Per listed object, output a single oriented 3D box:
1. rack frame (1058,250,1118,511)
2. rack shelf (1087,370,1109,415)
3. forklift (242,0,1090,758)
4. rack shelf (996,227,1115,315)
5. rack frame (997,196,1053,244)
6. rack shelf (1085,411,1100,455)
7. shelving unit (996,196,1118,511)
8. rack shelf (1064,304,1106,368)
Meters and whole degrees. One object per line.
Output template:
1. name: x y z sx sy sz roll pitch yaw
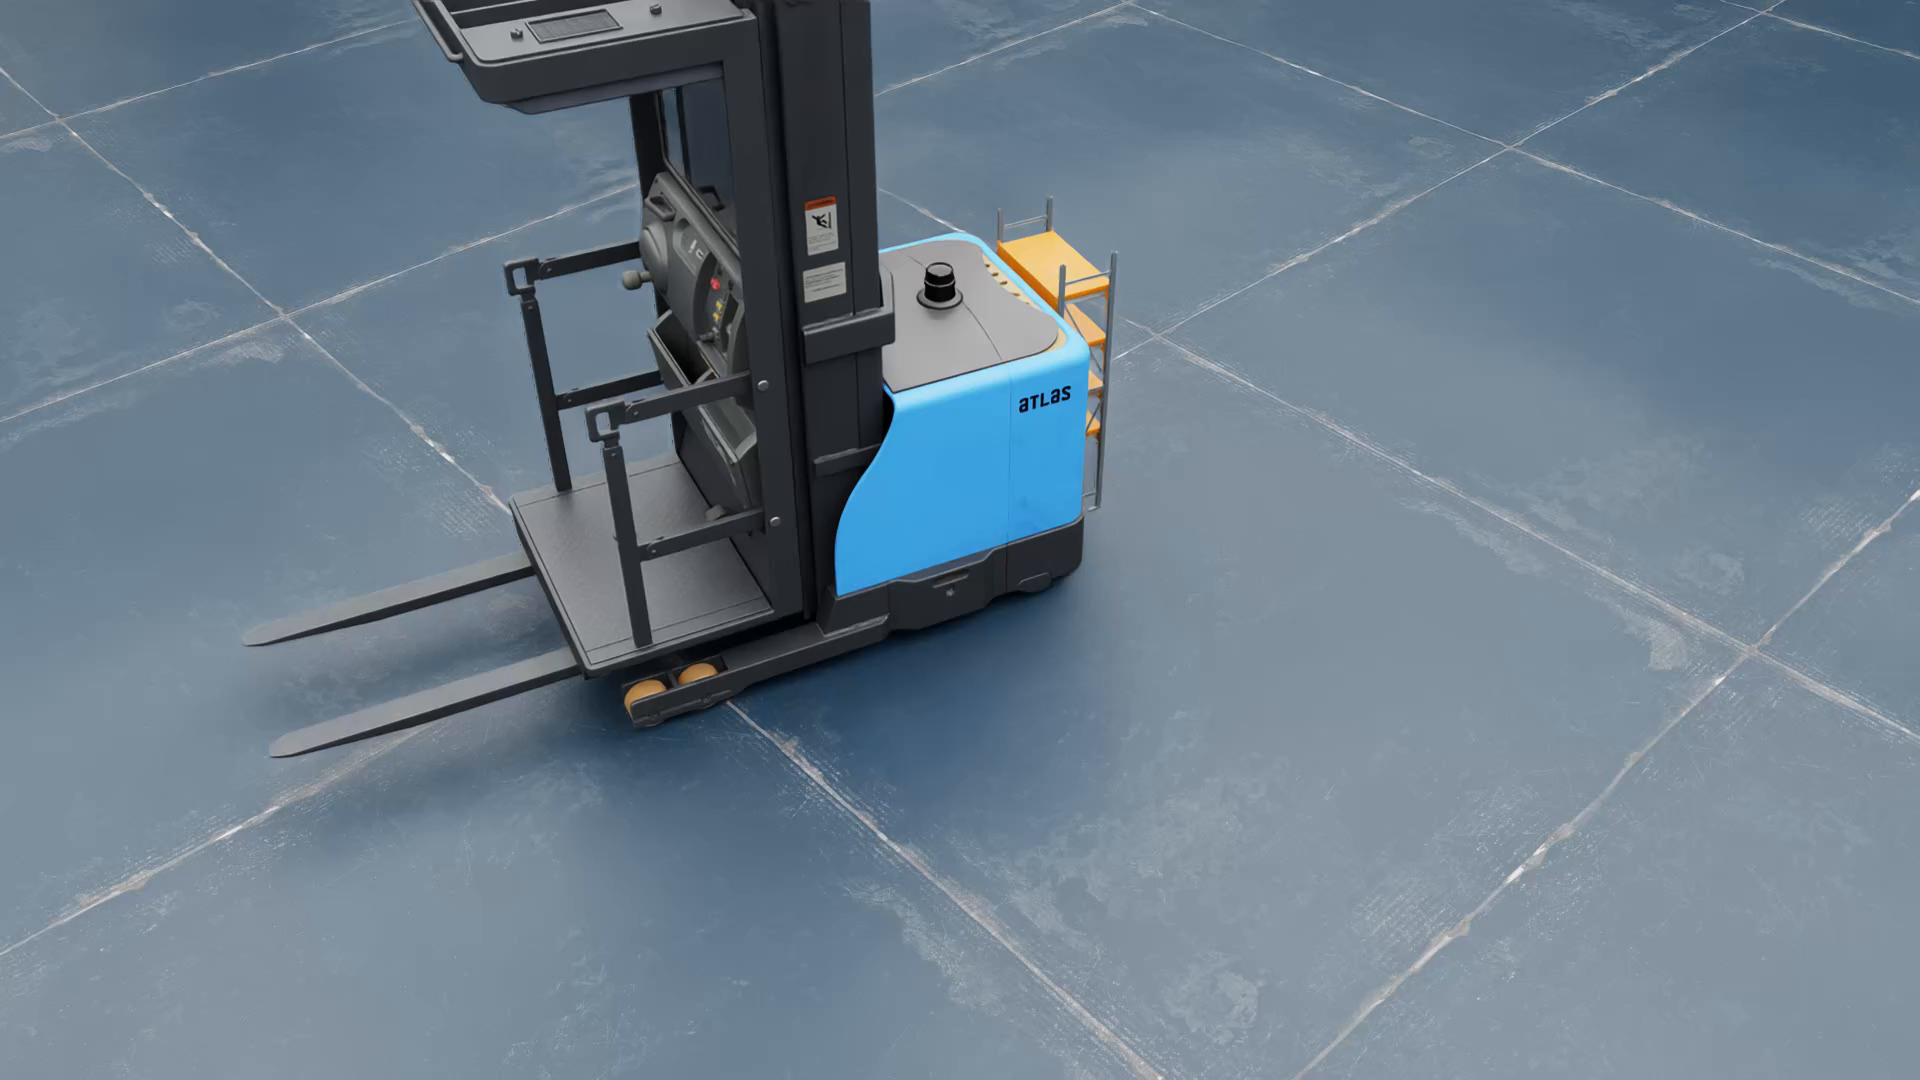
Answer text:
1. rack frame: 0.474 -0.570 6.501 0.240 1.200 0.015 -18 42 -21
2. rack shelf: 0.364 -0.654 6.712 0.258 0.148 0.480 -18 42 -21
3. forklift: -1.074 -0.856 5.477 3.031 2.935 1.130 -17 42 -20
4. rack shelf: 0.364 -1.013 6.423 0.258 0.148 0.480 -18 42 -21
5. rack frame: 0.254 -0.844 6.840 0.240 1.200 0.015 -18 42 -21
6. rack shelf: 0.364 -0.500 6.837 0.258 0.148 0.480 -18 42 -21
7. shelving unit: 0.364 -0.707 6.670 0.258 1.200 0.503 -18 42 -21
8. rack shelf: 0.364 -0.829 6.572 0.258 0.148 0.480 -18 42 -21
